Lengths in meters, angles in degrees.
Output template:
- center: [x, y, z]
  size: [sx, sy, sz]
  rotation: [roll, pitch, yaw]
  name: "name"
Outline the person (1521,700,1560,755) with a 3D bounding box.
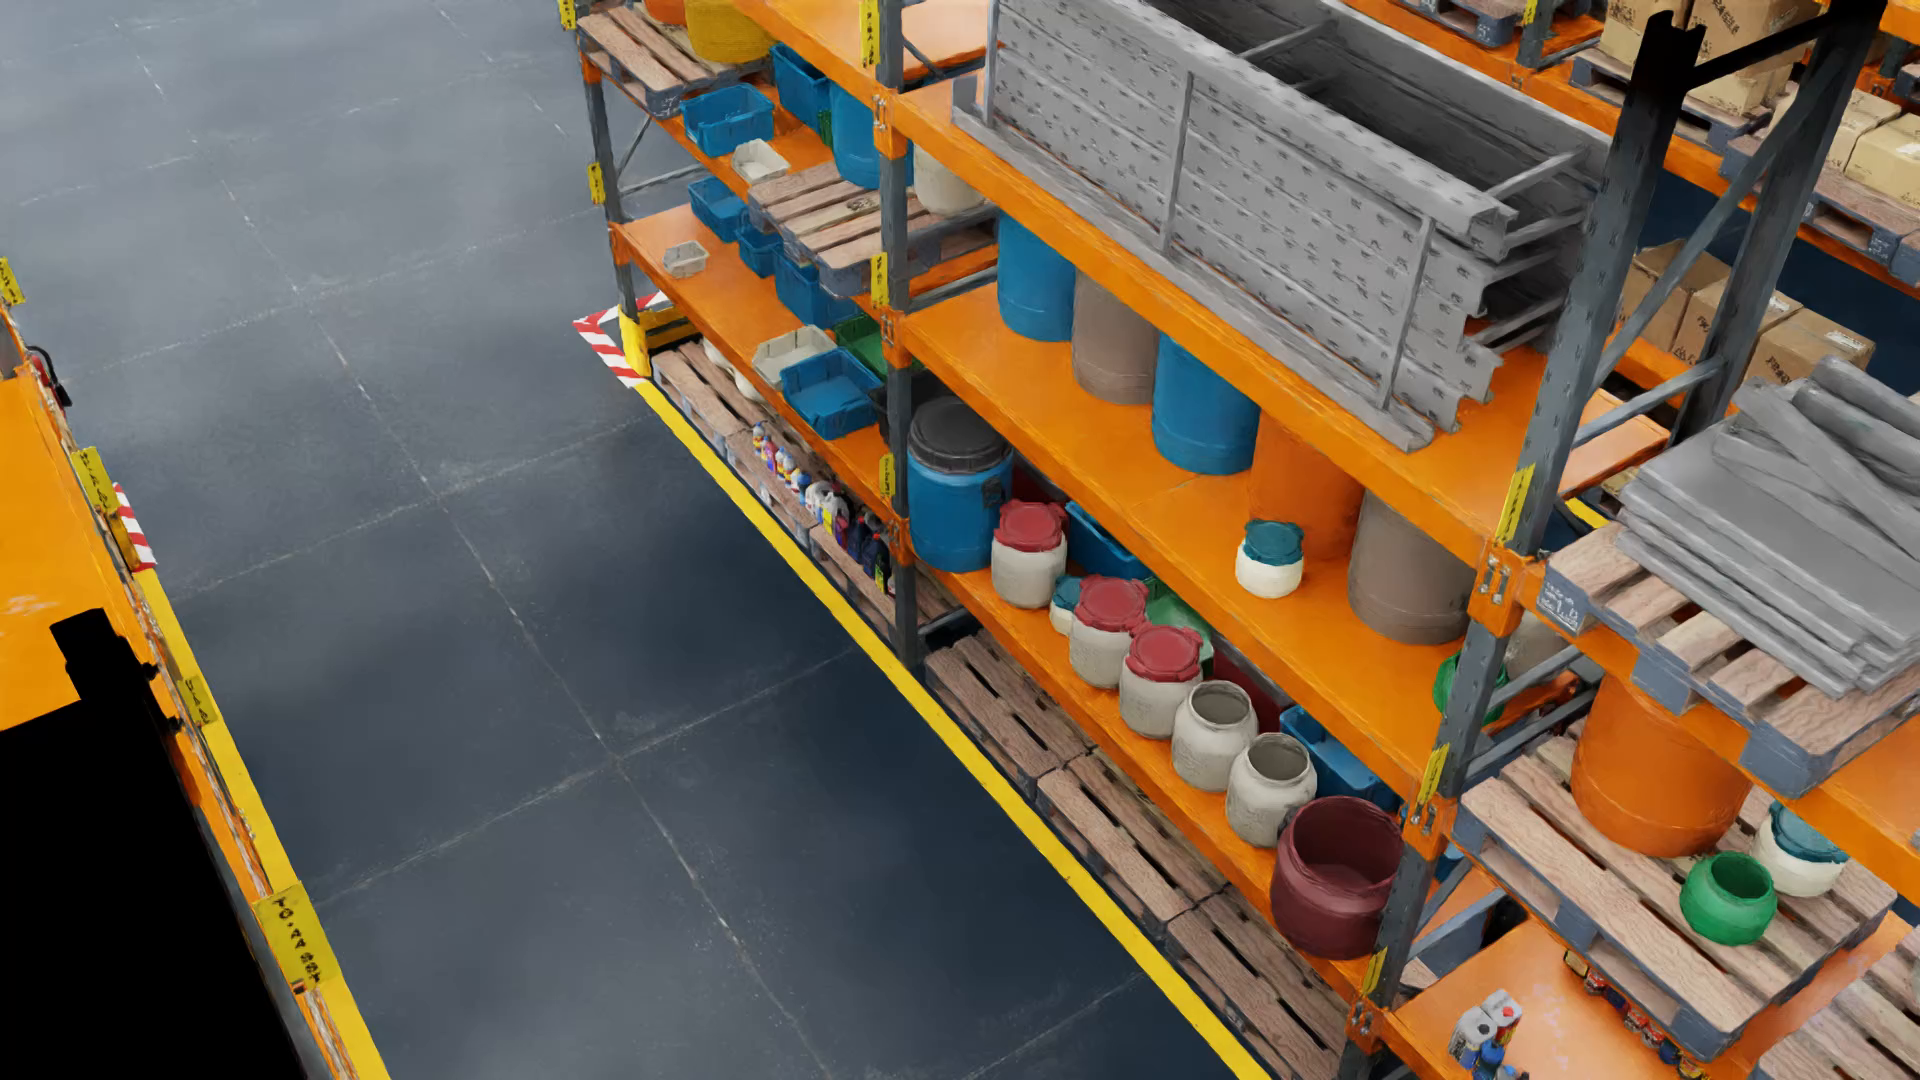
- center: [3.161, 1.375, 9.011]
  size: [0.545, 1.670, 0.545]
  rotation: [-13, 44, -13]
  name: "person"
